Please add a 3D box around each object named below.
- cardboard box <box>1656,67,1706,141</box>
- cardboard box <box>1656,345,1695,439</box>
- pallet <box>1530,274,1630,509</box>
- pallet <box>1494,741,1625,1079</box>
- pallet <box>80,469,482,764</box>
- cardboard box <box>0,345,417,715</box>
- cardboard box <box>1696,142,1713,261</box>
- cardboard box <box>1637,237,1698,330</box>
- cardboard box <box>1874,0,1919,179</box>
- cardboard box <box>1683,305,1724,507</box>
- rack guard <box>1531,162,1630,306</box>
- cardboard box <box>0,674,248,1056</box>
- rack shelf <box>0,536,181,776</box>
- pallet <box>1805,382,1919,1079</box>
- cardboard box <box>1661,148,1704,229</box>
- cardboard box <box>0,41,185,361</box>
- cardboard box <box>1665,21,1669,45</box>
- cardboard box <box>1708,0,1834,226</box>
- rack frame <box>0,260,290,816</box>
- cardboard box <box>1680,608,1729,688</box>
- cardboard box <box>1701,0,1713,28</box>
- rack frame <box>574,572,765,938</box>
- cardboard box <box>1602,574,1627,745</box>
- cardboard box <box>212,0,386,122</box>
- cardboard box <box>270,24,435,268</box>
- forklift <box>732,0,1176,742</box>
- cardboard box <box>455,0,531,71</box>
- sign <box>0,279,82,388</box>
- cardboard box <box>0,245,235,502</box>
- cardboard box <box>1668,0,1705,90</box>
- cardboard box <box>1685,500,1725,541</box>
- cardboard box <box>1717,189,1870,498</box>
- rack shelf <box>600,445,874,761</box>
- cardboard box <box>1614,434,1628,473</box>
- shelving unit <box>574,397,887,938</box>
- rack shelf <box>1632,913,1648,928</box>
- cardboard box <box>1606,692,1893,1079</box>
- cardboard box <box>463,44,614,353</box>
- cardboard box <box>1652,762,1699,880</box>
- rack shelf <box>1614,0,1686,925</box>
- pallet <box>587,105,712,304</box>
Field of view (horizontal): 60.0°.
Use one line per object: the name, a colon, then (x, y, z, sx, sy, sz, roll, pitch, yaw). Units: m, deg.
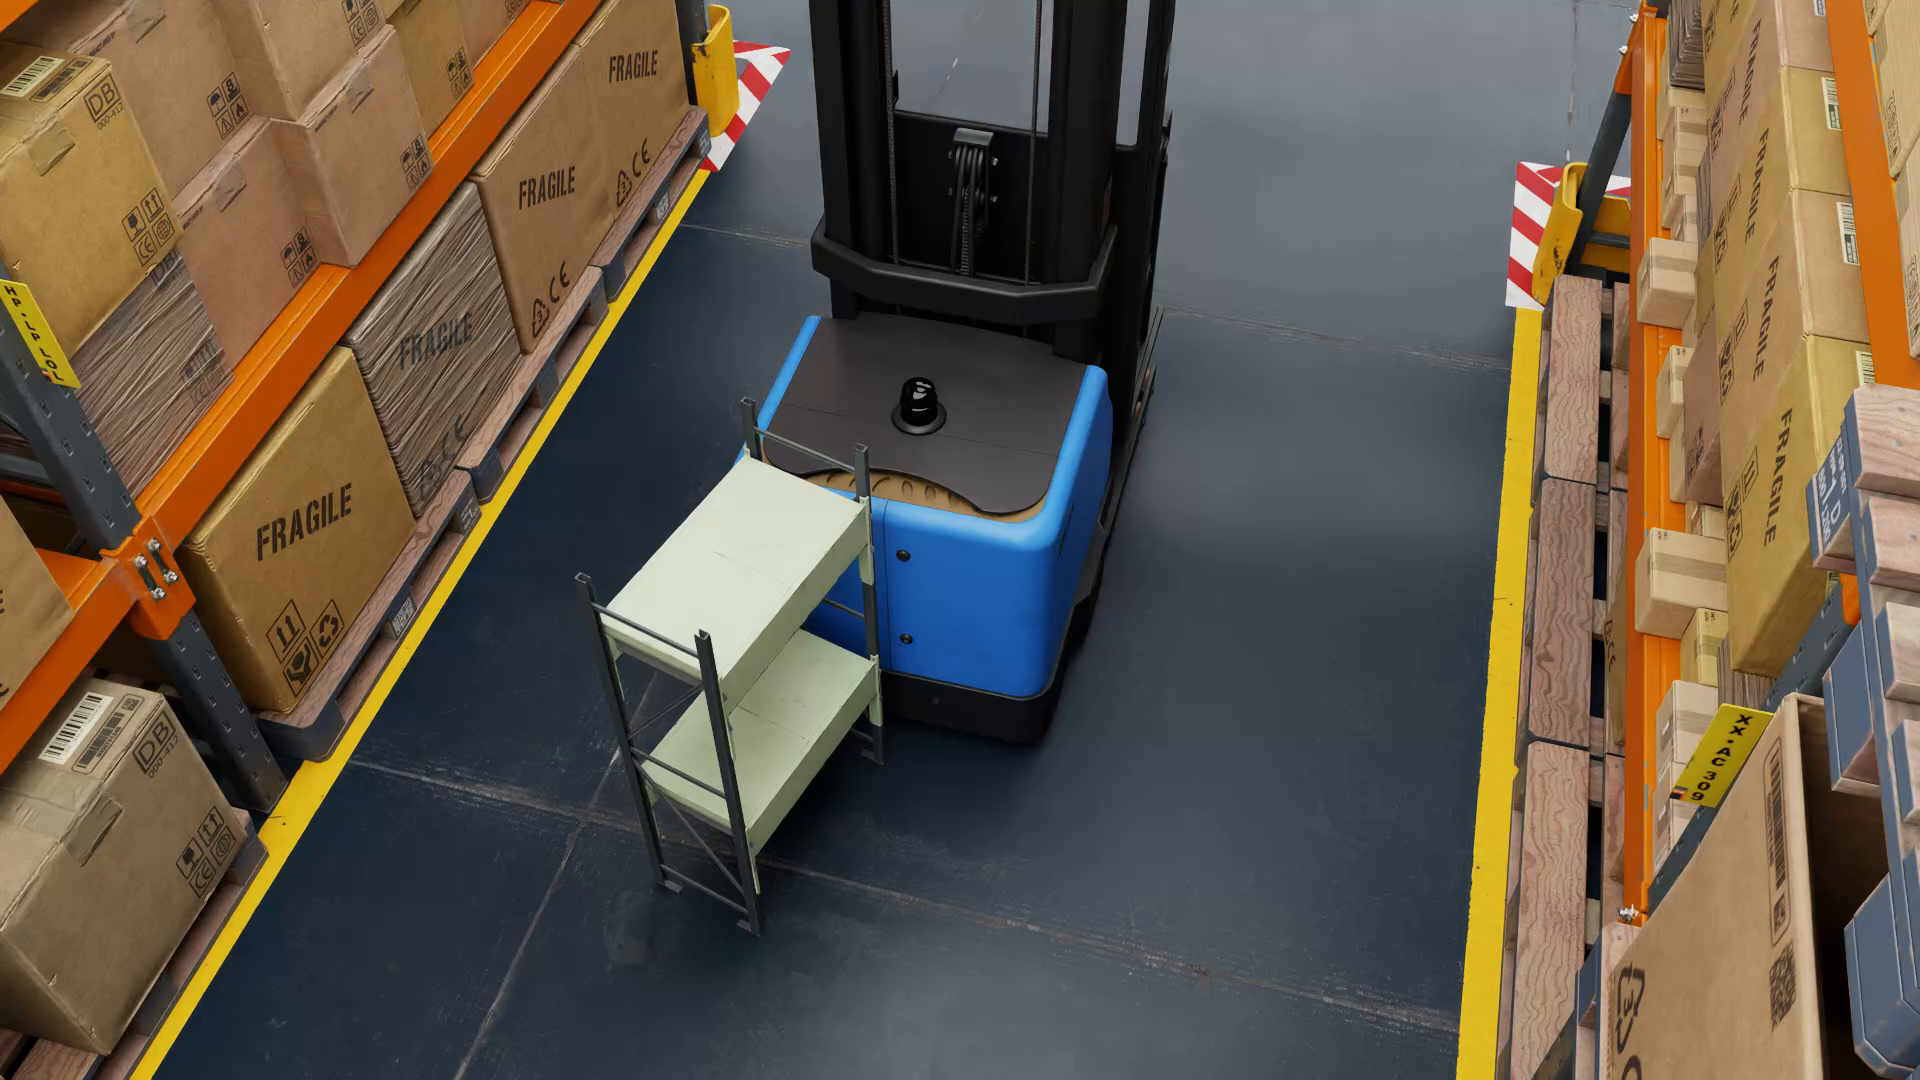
cardboard box: (2.614, -1.477, 5.721, 0.380, 0.149, 0.250, 12, 50, 10)
cardboard box: (2.213, -0.394, 4.764, 0.380, 0.149, 0.250, 12, 50, 10)
pallet: (2.816, -0.516, 6.565, 1.003, 0.211, 1.213, 12, 50, 10)
pallet: (2.174, 1.249, 5.007, 1.003, 0.211, 1.213, 12, 50, 10)
pallet: (-2.452, 0.155, 5.972, 1.003, 0.211, 1.213, 12, 50, 10)
cardboard box: (-2.494, -0.110, 5.484, 0.875, 0.875, 0.875, 12, 50, 11)
cardboard box: (2.724, -1.075, 4.933, 0.875, 0.500, 0.500, 12, 50, 10)
cardboard box: (2.291, -0.766, 5.093, 0.380, 0.149, 0.250, 12, 50, 10)
cardboard box: (2.047, -0.881, 3.126, 0.500, 0.250, 0.500, 13, 50, 11)
cardboard box: (2.409, -0.362, 4.304, 0.875, 0.500, 0.500, 12, 50, 10)
rack guard: (3.064, -1.192, 6.969, 1.175, 0.500, 0.348, 12, 50, 10)
cardboard box: (-2.804, 0.839, 4.729, 1.050, 0.750, 0.750, 11, 50, 10)
rack shelf: (-3.254, 1.452, 3.448, 1.077, 0.370, 4.000, 12, 50, 10)
pallet: (1.766, 0.314, 2.097, 1.213, 0.211, 1.003, 12, 50, 10)
cardboard box: (2.496, -1.113, 5.399, 0.380, 0.149, 0.250, 12, 50, 10)
cardboard box: (-2.597, -0.900, 4.223, 0.875, 0.550, 0.550, 12, 50, 10)
cardboard box: (2.779, -1.832, 6.034, 0.380, 0.149, 0.250, 12, 50, 10)
cardboard box: (2.282, -1.108, 4.295, 0.500, 0.500, 0.500, 12, 50, 10)
rack frame: (-2.727, -0.233, 4.455, 1.000, 3.000, 0.127, 12, 50, 10)
cardboard box: (2.003, 0.341, 4.116, 0.380, 0.149, 0.250, 12, 50, 10)
cardboard box: (2.538, -1.832, 4.935, 0.500, 0.500, 0.500, 12, 50, 10)
rack frame: (-0.787, 0.658, 4.669, 0.400, 1.500, 0.023, 23, 52, 19)
cardboard box: (2.406, 0.345, 5.332, 0.500, 0.500, 0.500, 8, 49, 7)
cardboard box: (-2.290, -1.684, 4.916, 0.875, 0.550, 0.550, 12, 50, 10)
cardboard box: (-2.263, -1.322, 5.316, 0.875, 0.550, 0.550, 12, 50, 10)
forklift: (0.163, -1.426, 5.554, 1.130, 2.935, 3.031, 11, 50, 10)
cardboard box: (-2.121, -2.116, 6.017, 0.875, 0.550, 0.550, 12, 50, 10)
sign: (-2.201, -0.490, 3.962, 0.100, 0.325, 0.005, 12, 50, 10)
cardboard box: (-2.642, -0.552, 4.636, 0.875, 0.550, 0.550, 12, 50, 10)
cardboard box: (2.913, -1.814, 5.585, 0.875, 0.500, 0.500, 12, 50, 10)
cardboard box: (2.154, -0.017, 4.432, 0.380, 0.149, 0.250, 12, 50, 10)
cardboard box: (2.014, -0.385, 3.657, 0.500, 0.500, 0.500, 12, 50, 10)
rack shelf: (-0.607, 0.161, 4.587, 0.431, 0.370, 0.720, 23, 52, 19)
cardboard box: (2.779, -0.499, 6.077, 0.500, 0.500, 0.500, 24, 53, 20)
shelving unit: (-0.607, 0.419, 4.880, 0.431, 1.500, 0.755, 23, 52, 19)
rack shelf: (1.505, 2.504, 2.520, 1.077, 0.370, 4.000, 12, 50, 10)
cardboard box: (1.687, 1.028, 2.661, 1.000, 1.000, 1.000, 12, 50, 10)
cardboard box: (-2.019, -1.422, 6.641, 0.875, 0.875, 0.875, 11, 49, 9)
cardboard box: (1.804, 0.688, 3.809, 0.380, 0.149, 0.250, 12, 50, 10)
rack shelf: (2.558, -0.390, 5.073, 1.077, 0.370, 4.000, 12, 50, 10)
pallet: (-1.810, -1.610, 7.530, 1.003, 0.211, 1.213, 12, 50, 10)
